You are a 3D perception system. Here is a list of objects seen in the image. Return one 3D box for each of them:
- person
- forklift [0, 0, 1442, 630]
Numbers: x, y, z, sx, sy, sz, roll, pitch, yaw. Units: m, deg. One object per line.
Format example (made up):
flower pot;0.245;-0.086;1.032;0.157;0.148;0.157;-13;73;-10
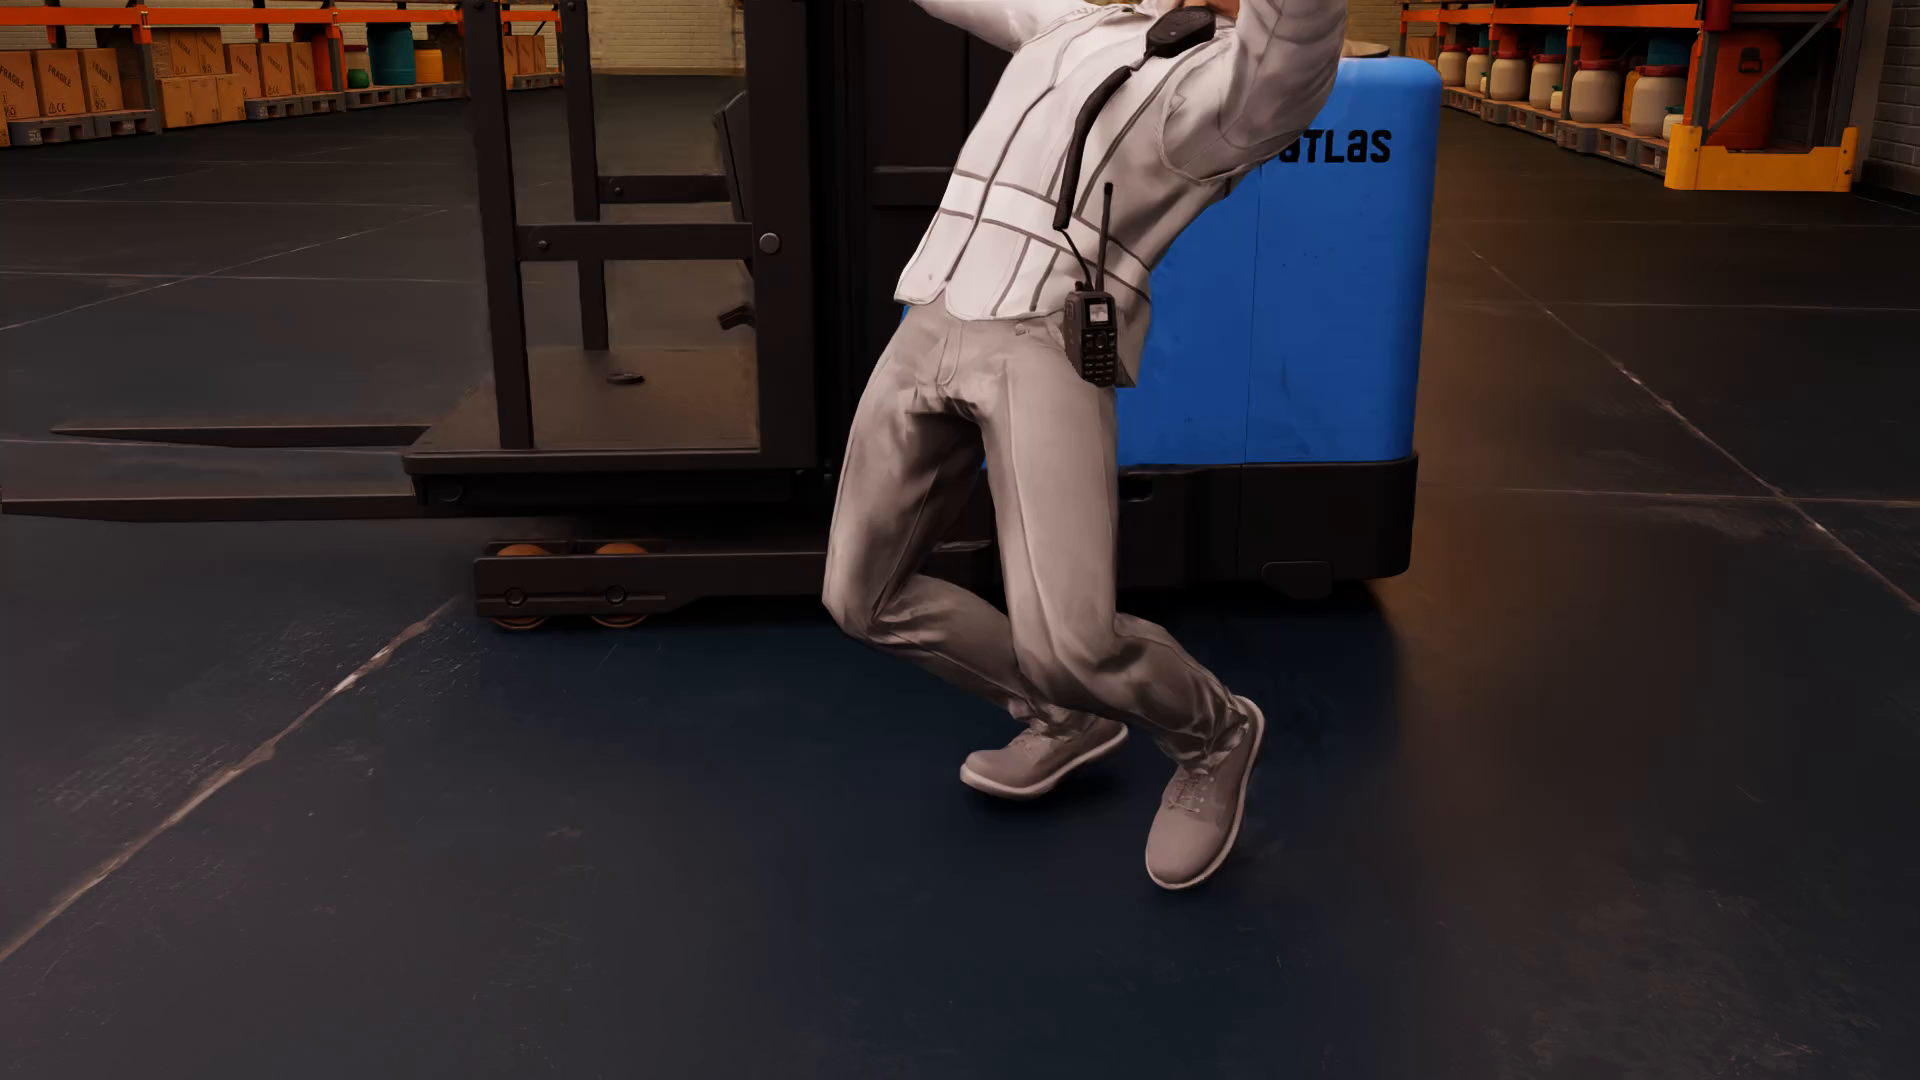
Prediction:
person;0.179;-0.336;2.290;0.726;1.554;0.880;-12;21;-34
forklift;-0.612;-1.384;3.343;3.031;2.935;1.130;-1;18;-3
